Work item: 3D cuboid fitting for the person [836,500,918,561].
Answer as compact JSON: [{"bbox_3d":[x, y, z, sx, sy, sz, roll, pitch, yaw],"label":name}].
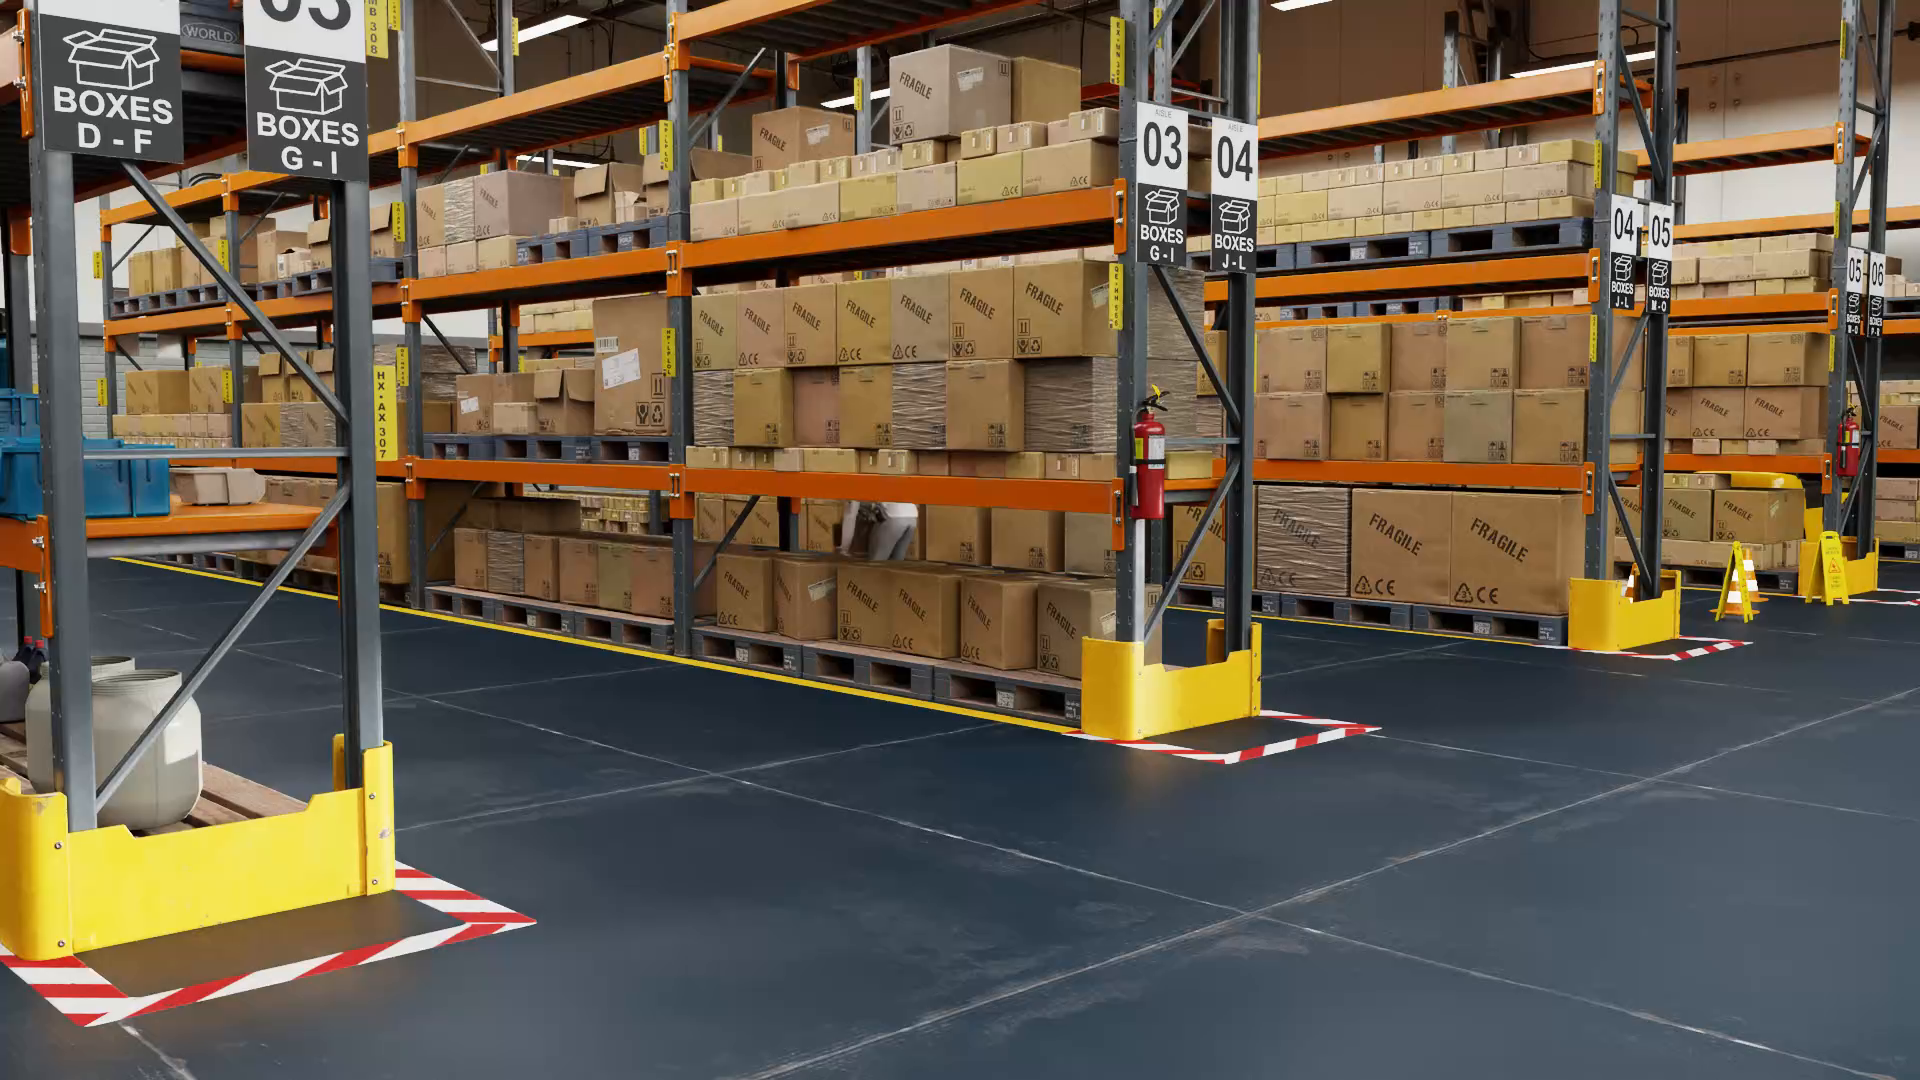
[{"bbox_3d":[-0.696,-0.035,12.883,0.759,1.482,0.409,2,5,31],"label":"person"}]
